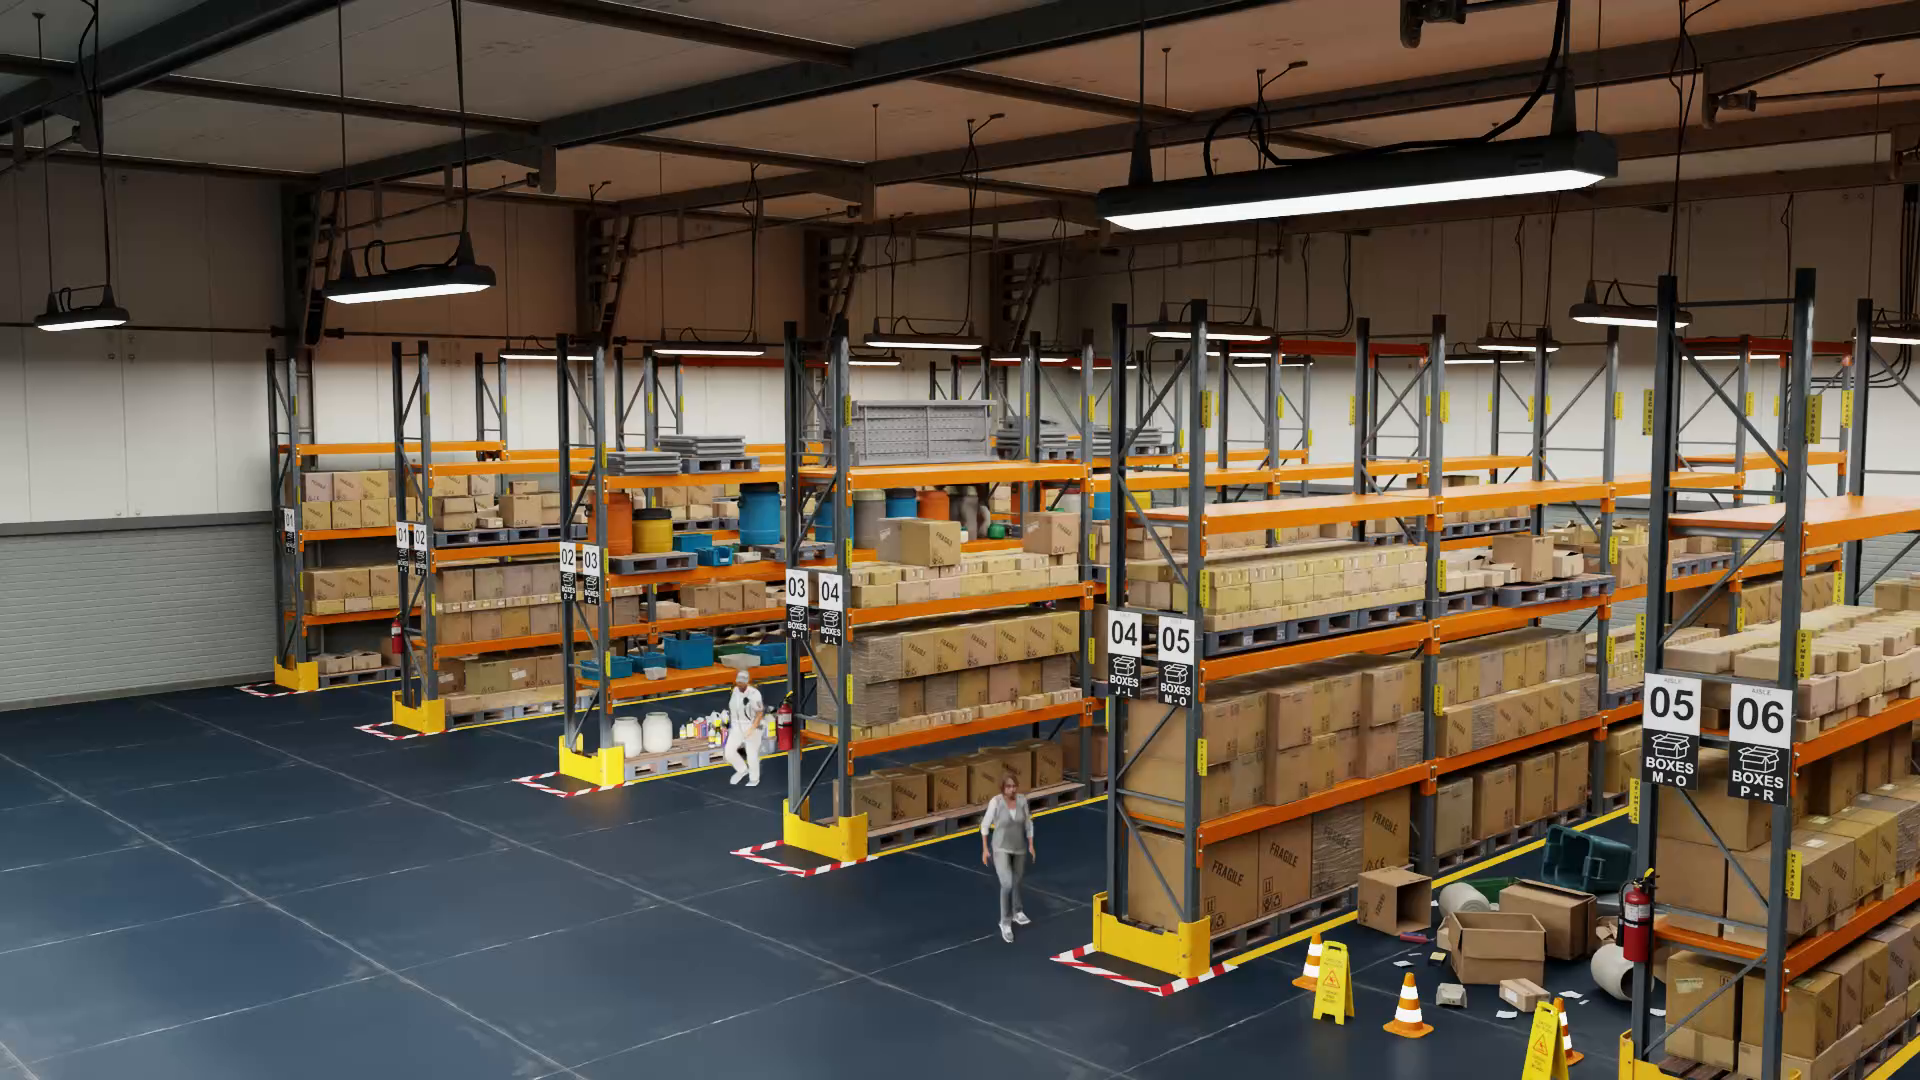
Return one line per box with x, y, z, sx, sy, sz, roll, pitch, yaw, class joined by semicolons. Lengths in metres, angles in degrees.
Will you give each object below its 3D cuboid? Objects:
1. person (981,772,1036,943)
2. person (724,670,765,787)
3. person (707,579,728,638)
0.461;2.983;15.892;0.527;1.602;0.609;-2;5;-20;person
-2.790;2.478;21.801;0.596;1.604;0.693;2;5;25;person
-4.658;1.565;32.145;0.657;1.667;0.680;4;6;38;person
